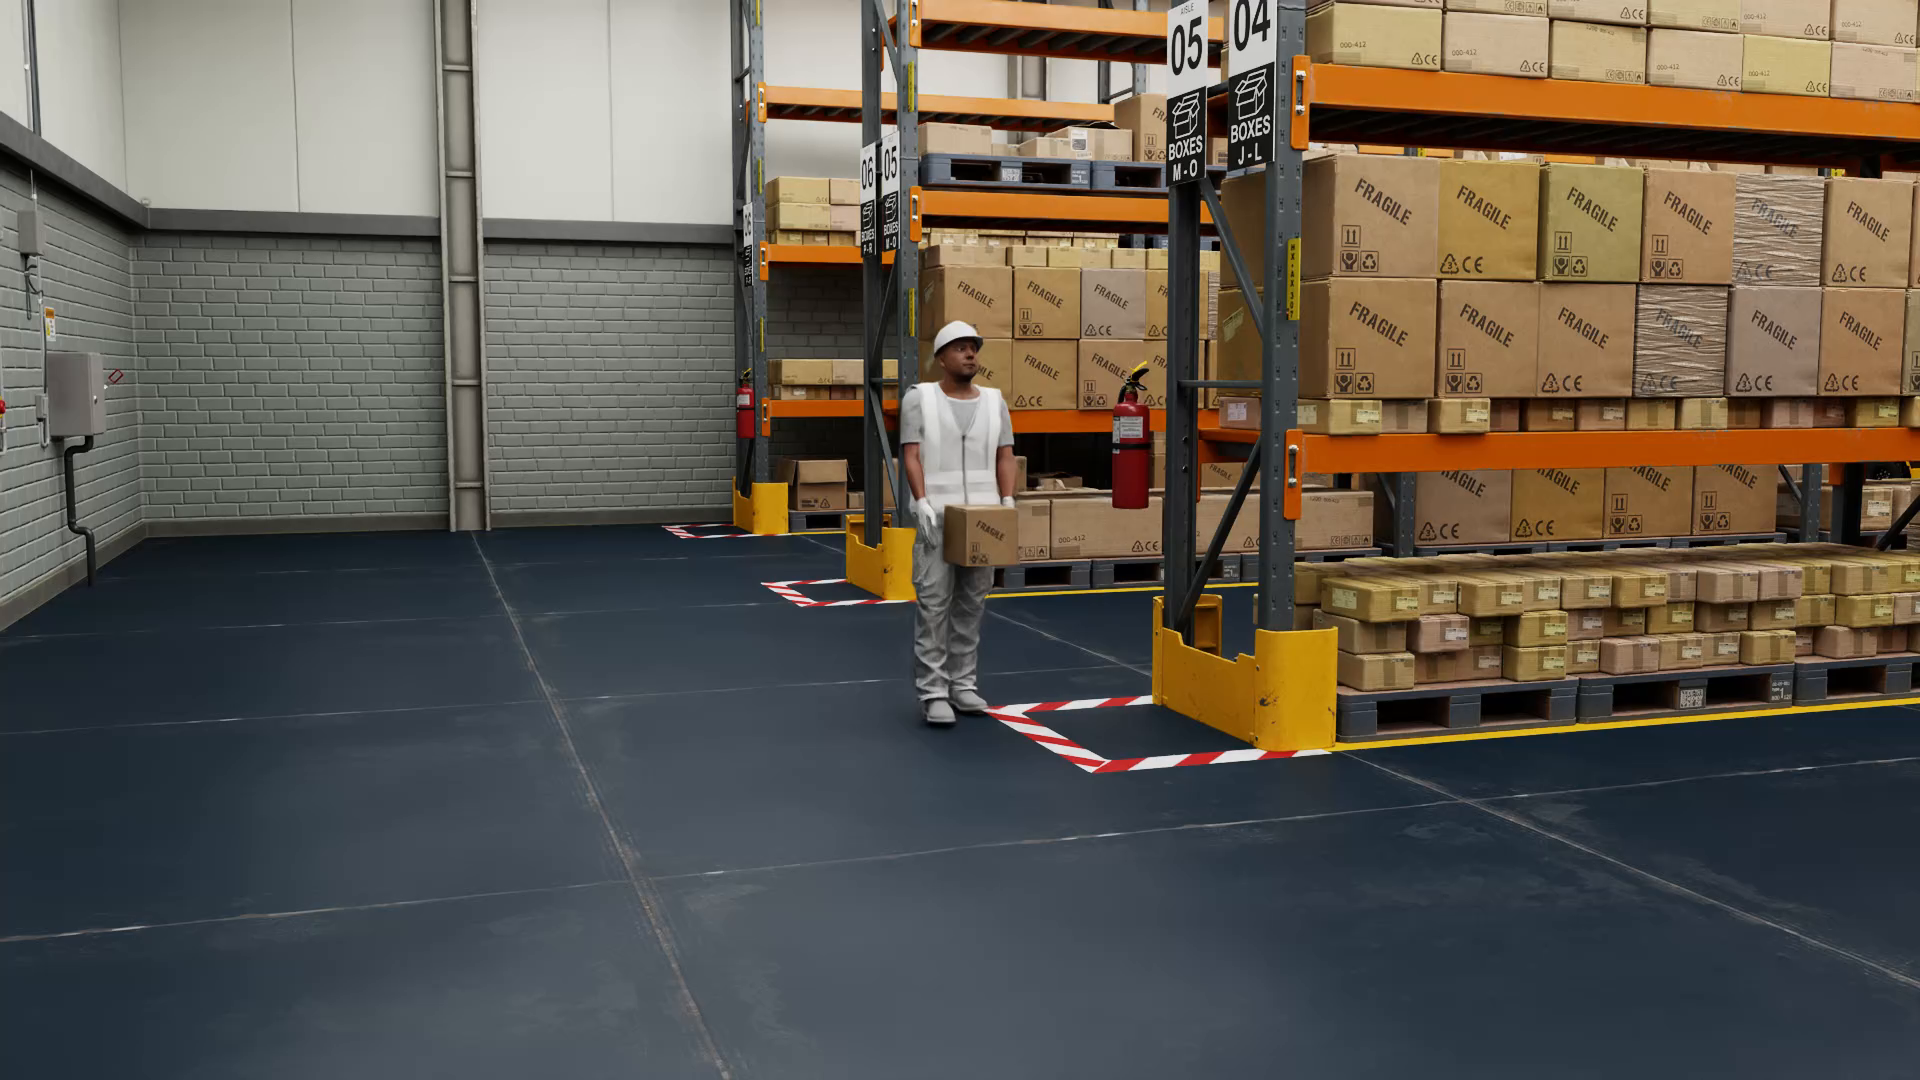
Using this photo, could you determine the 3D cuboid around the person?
[{"bbox_3d":[0.029,-0.093,7.511,0.540,1.785,0.551,-2,6,-21],"label":"person"}]
